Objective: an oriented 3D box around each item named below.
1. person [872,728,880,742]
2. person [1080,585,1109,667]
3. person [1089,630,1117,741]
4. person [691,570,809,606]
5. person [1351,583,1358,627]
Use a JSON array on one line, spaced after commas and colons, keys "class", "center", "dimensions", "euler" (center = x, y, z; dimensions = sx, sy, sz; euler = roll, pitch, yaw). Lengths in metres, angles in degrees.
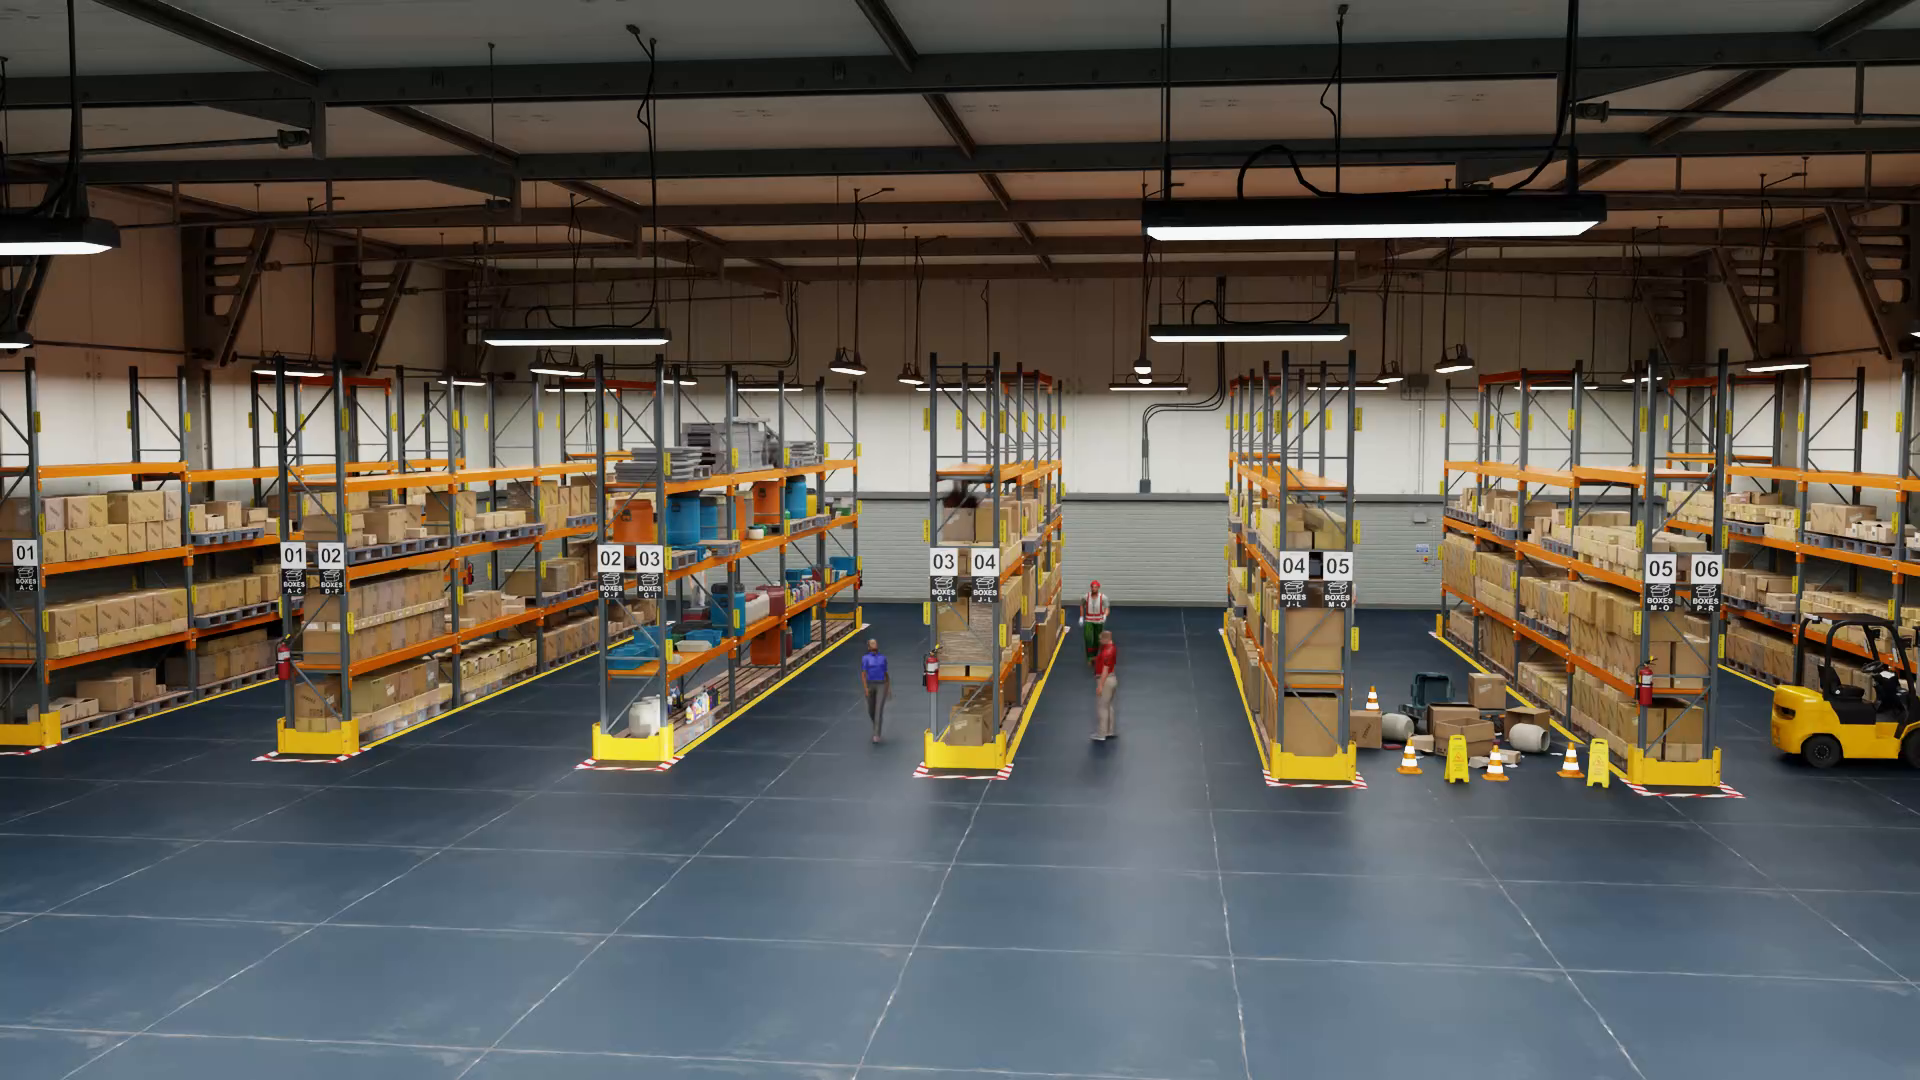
[{"class": "person", "center": [-1.312, 3.015, 26.298], "dimensions": [0.295, 0.253, 0.960], "euler": [1, 4, 11]}, {"class": "person", "center": [2.776, 1.757, 34.391], "dimensions": [0.612, 1.764, 0.877], "euler": [0, 4, 6]}, {"class": "person", "center": [2.257, 2.289, 26.261], "dimensions": [0.414, 1.735, 0.597], "euler": [1, 4, 14]}, {"class": "person", "center": [-5.139, 1.443, 39.295], "dimensions": [1.874, 1.572, 8.806], "euler": [-1, 4, -14]}, {"class": "person", "center": [8.532, 1.576, 36.850], "dimensions": [0.616, 1.852, 0.771], "euler": [4, 5, 41]}]
